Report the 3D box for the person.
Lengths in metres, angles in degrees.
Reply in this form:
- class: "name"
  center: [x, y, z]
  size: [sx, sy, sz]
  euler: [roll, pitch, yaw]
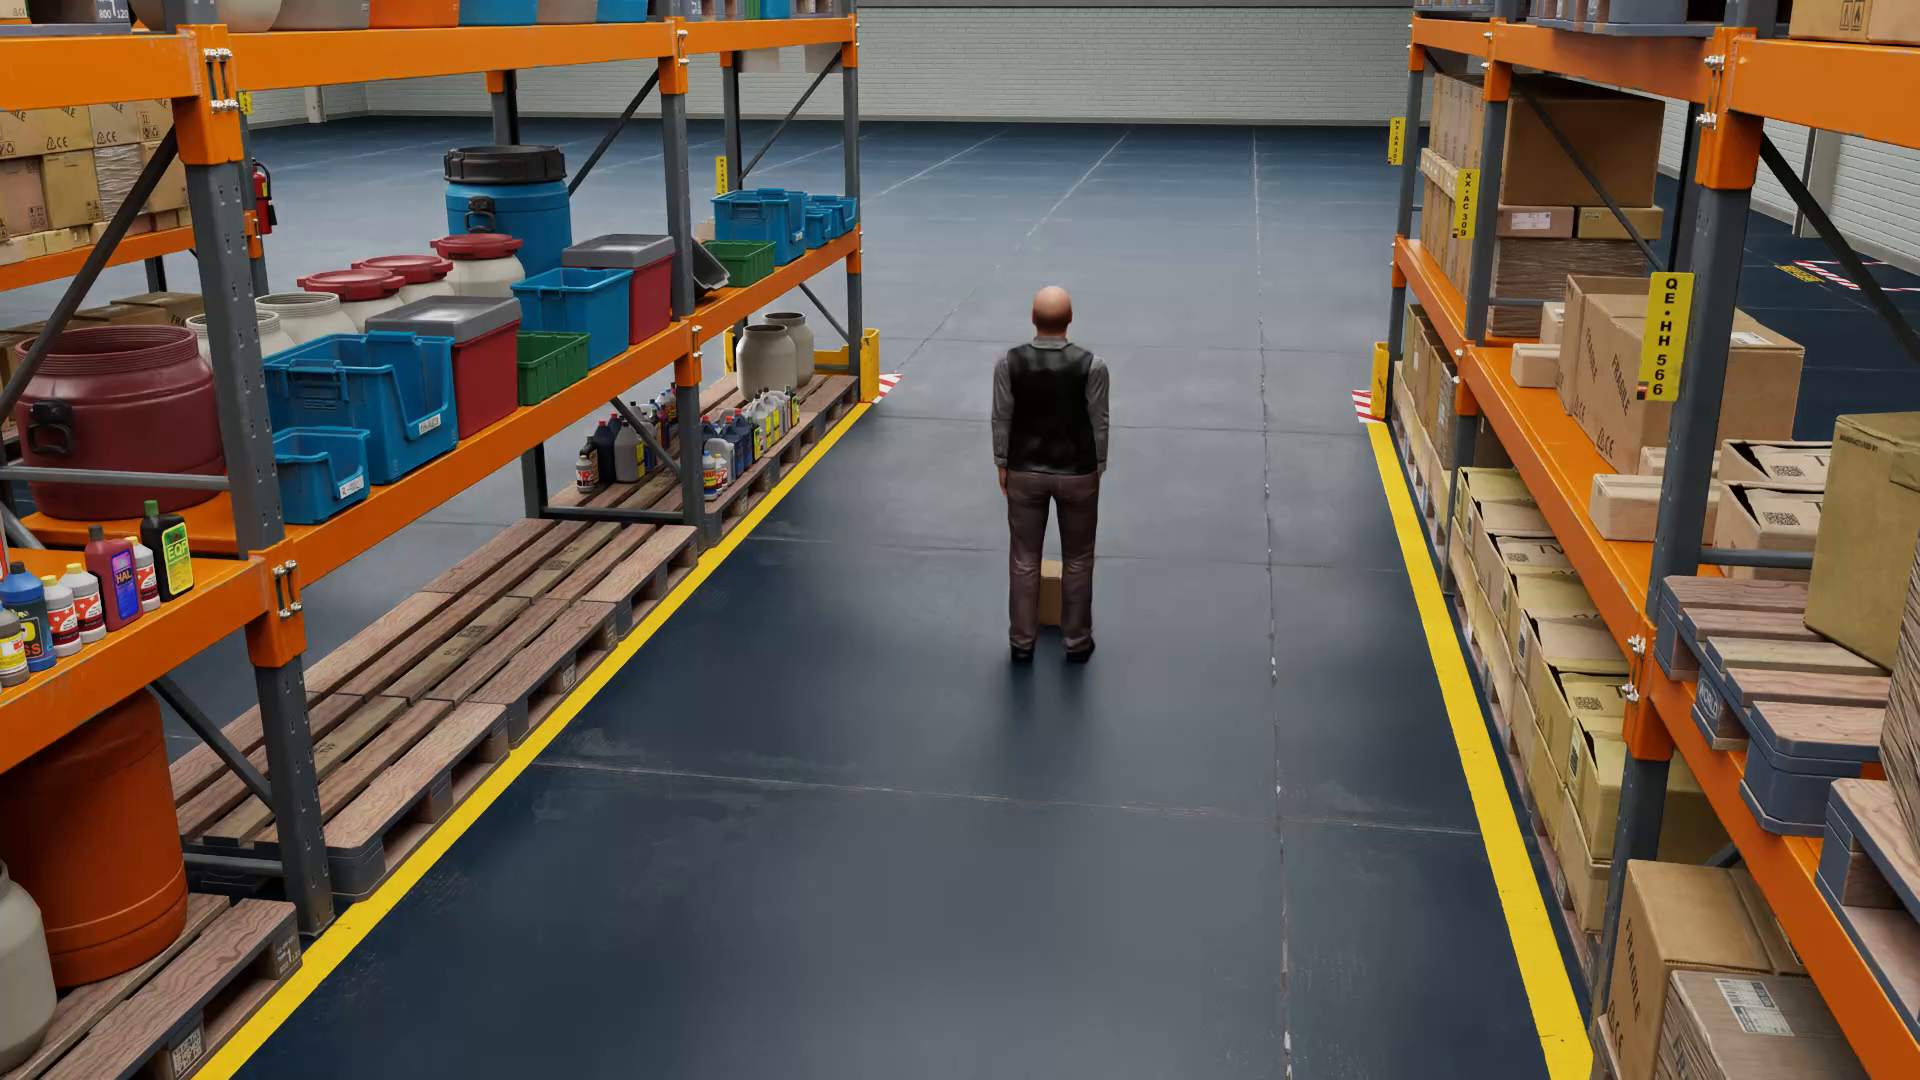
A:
- class: "person"
  center: [0.405, -0.287, 7.519]
  size: [0.532, 1.727, 0.359]
  euler: [3, 18, 10]
